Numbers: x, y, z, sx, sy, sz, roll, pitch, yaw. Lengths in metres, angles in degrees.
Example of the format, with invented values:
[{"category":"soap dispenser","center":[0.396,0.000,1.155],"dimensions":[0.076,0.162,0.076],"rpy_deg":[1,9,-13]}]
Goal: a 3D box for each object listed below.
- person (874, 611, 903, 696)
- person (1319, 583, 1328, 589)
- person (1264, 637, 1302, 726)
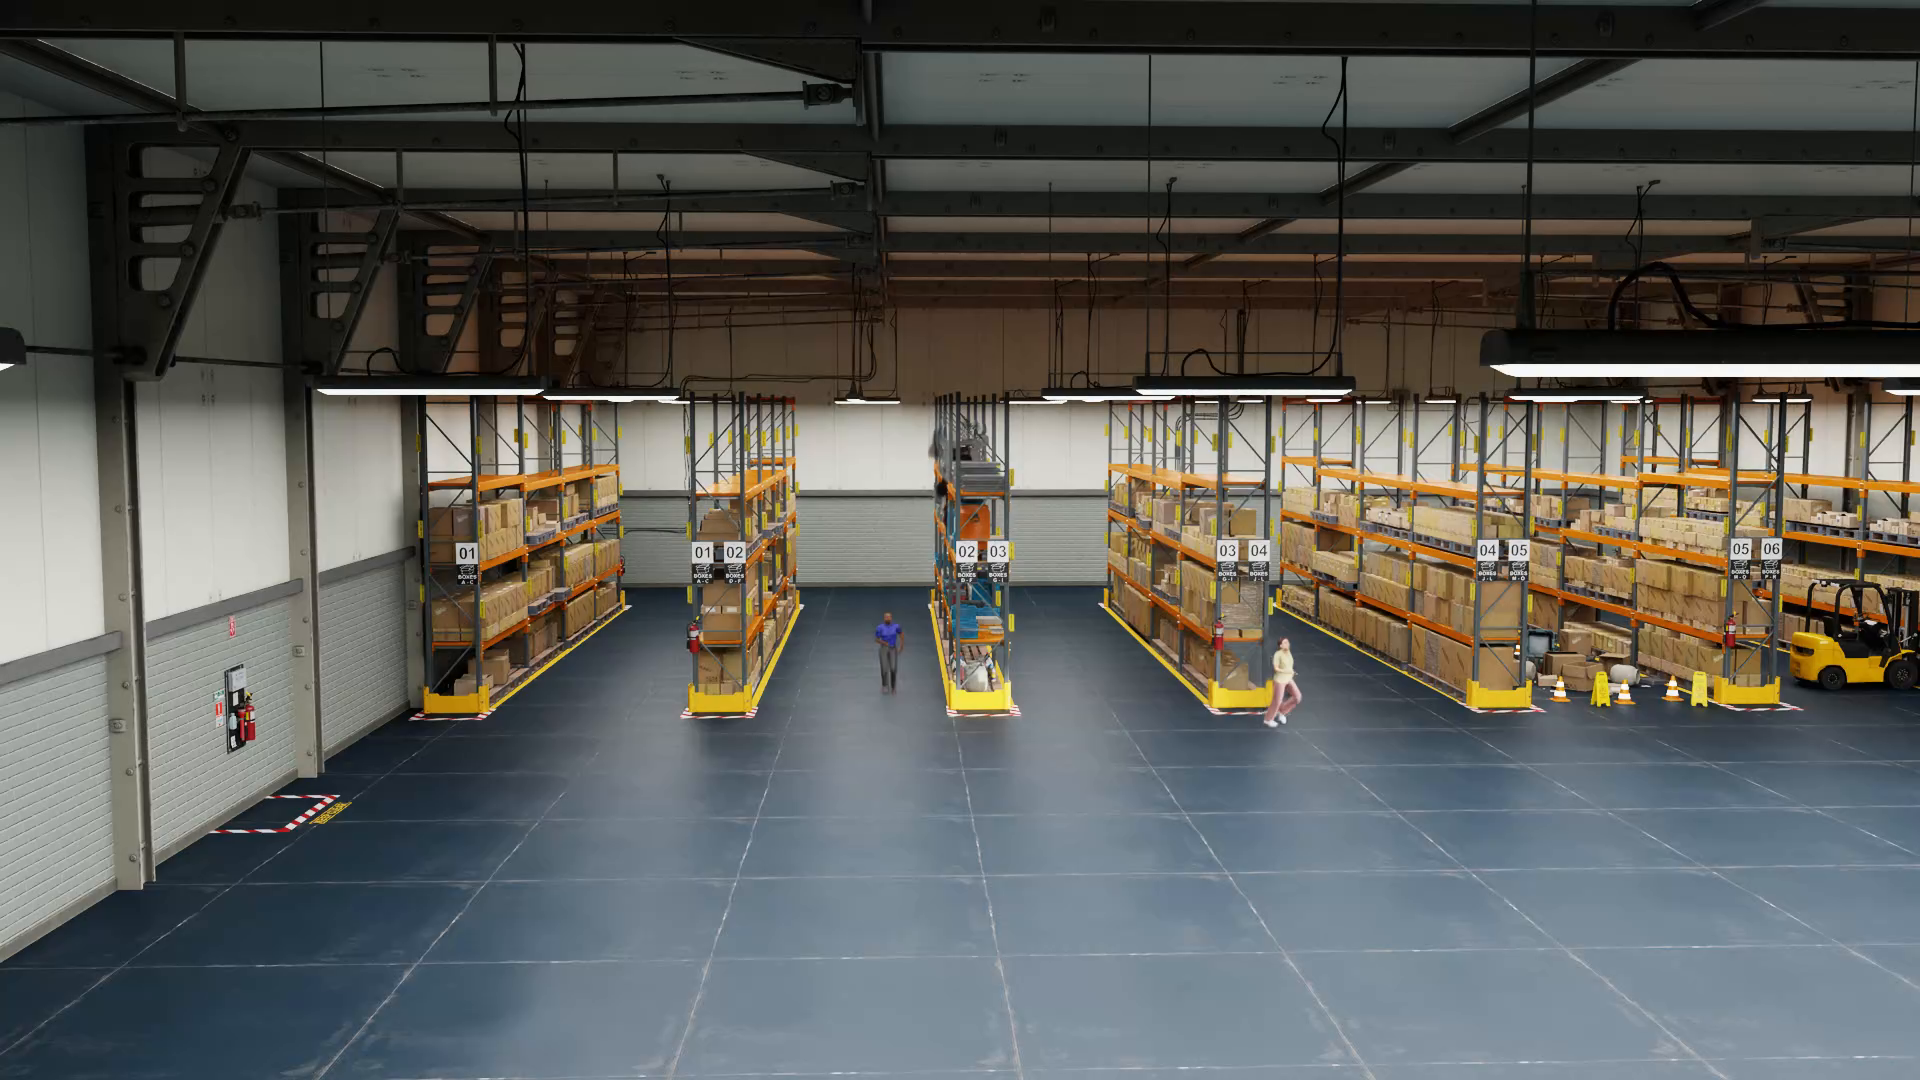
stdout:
[{"category":"person","center":[-1.409,2.269,33.064],"dimensions":[0.589,1.717,0.723],"rpy_deg":[0,5,-6]},{"category":"person","center":[10.591,0.950,48.724],"dimensions":[0.661,1.783,0.676],"rpy_deg":[-1,5,-8]},{"category":"person","center":[5.773,2.522,29.656],"dimensions":[0.592,1.622,0.755],"rpy_deg":[-3,6,-36]}]
